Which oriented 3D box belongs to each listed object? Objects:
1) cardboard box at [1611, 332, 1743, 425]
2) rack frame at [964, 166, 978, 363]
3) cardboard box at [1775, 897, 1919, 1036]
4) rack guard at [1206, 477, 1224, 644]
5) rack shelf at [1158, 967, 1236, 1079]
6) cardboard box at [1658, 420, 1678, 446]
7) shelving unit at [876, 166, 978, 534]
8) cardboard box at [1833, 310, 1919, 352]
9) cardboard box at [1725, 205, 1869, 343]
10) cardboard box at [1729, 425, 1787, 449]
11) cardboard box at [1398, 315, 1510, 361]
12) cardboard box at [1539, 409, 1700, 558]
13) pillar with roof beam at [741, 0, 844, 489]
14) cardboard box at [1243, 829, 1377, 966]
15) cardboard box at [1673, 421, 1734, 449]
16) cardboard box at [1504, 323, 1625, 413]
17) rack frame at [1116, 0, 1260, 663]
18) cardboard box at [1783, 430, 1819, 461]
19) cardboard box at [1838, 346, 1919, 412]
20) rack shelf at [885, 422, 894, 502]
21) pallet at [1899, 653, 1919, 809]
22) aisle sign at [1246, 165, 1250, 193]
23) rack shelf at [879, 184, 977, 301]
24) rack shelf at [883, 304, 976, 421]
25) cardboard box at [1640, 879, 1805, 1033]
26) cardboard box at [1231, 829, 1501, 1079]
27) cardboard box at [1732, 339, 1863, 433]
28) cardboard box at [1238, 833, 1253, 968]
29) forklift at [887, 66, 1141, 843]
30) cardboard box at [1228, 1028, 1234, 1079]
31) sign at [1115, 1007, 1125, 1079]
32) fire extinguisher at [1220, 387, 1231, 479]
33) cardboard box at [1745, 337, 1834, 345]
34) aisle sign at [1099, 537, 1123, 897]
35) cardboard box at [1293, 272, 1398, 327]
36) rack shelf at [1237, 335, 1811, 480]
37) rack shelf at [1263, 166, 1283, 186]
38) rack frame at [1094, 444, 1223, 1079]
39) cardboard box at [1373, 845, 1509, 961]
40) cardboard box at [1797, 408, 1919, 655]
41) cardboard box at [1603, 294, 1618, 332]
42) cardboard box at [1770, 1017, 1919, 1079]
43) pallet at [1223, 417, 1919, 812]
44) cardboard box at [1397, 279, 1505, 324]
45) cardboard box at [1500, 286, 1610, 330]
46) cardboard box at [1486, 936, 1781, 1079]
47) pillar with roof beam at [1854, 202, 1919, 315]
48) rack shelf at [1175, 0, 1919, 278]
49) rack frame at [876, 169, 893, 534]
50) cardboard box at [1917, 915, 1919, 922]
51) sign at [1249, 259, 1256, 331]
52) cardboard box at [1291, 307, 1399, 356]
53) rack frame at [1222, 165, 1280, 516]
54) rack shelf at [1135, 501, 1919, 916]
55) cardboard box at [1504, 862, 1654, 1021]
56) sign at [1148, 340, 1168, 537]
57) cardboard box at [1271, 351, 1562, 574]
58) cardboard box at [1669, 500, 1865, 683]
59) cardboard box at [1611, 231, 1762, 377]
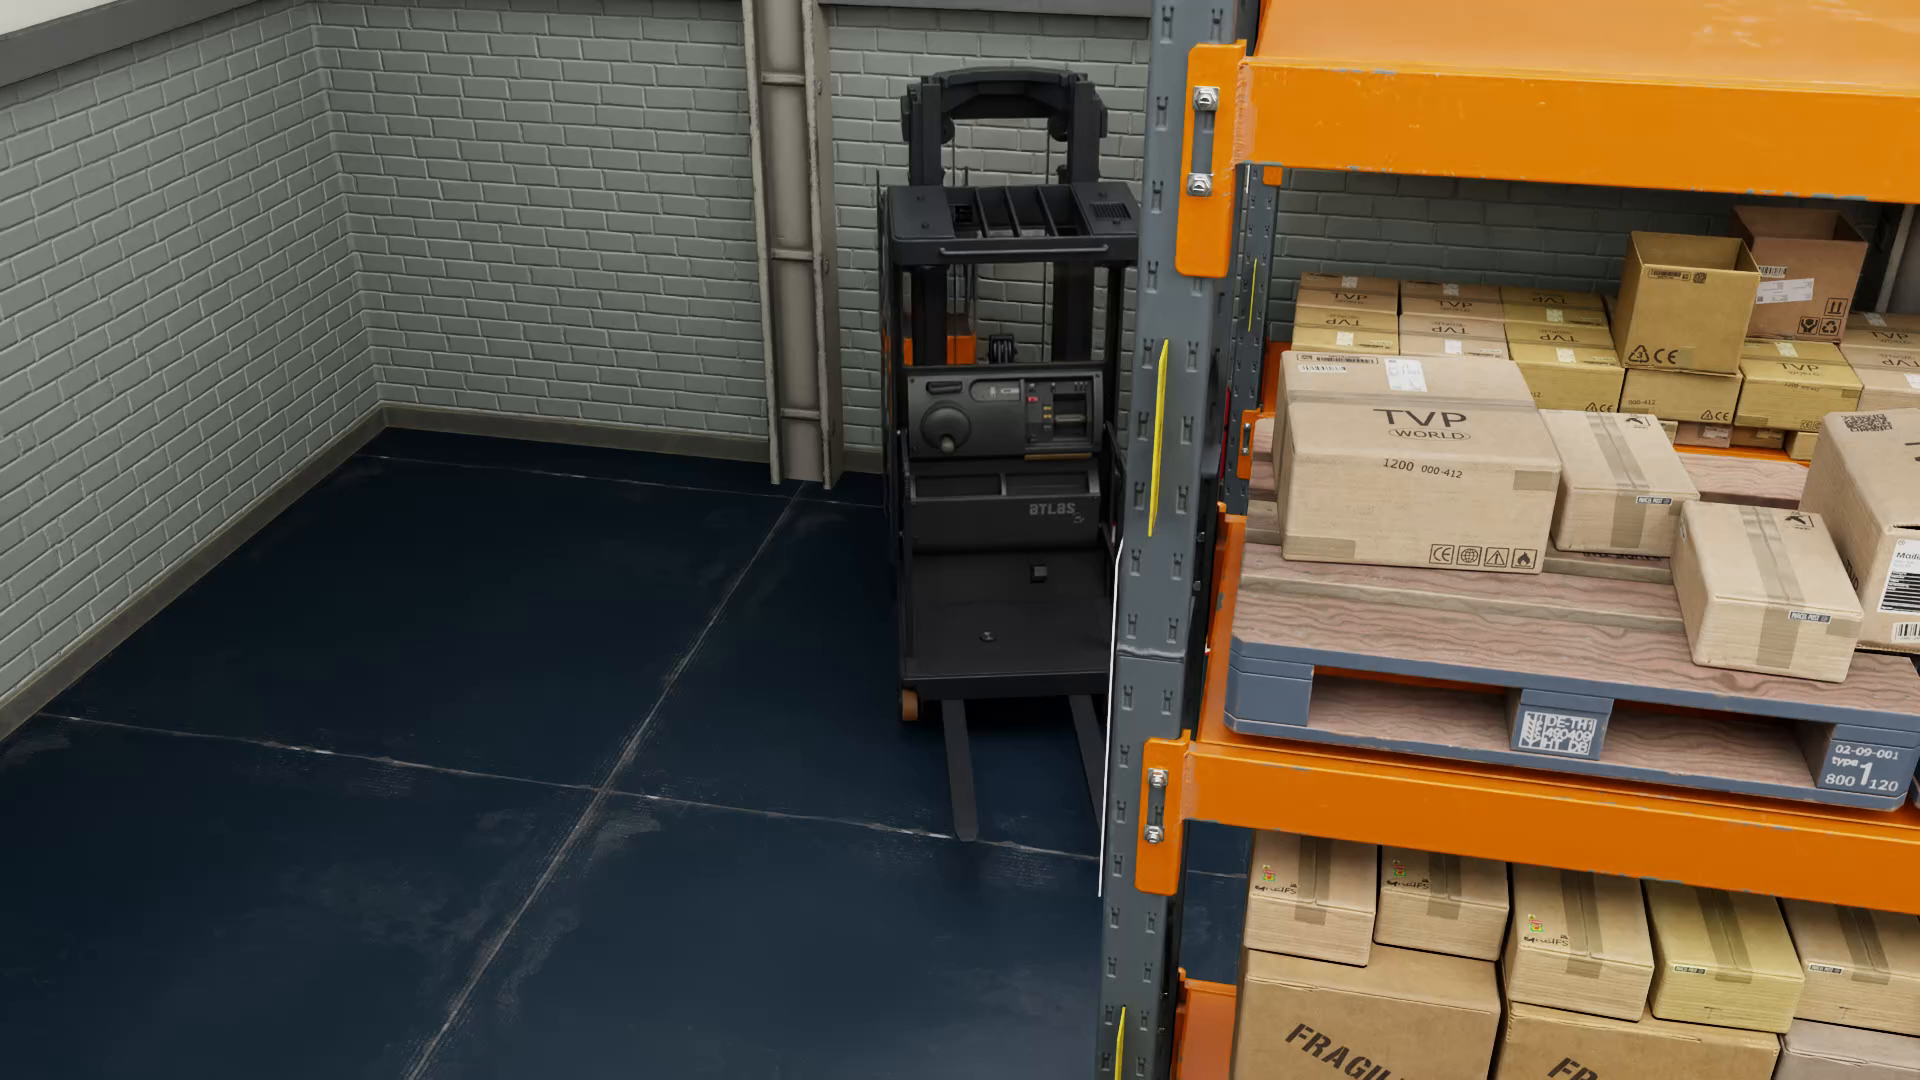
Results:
[{"bbox_3d":[3.372,-0.780,7.897,0.500,0.250,0.500,5,29,9],"label":"cardboard box"},{"bbox_3d":[0.060,-1.038,9.459,0.015,2.100,0.400,-4,29,-8],"label":"rack frame"},{"bbox_3d":[1.778,0.794,3.354,0.250,0.149,0.380,6,29,11],"label":"cardboard box"},{"bbox_3d":[1.565,0.076,9.090,0.348,0.500,1.175,6,29,11],"label":"rack guard"},{"bbox_3d":[2.414,1.820,4.052,4.000,0.370,1.077,6,29,11],"label":"rack shelf"},{"bbox_3d":[3.266,-0.587,7.959,0.250,0.149,0.380,7,29,12],"label":"cardboard box"},{"bbox_3d":[-0.181,-1.021,9.427,0.503,2.100,0.431,-4,29,-8],"label":"shelving unit"},{"bbox_3d":[4.483,-0.915,8.144,0.500,0.250,0.500,6,29,10],"label":"cardboard box"},{"bbox_3d":[4.002,-1.295,8.057,0.500,0.500,0.500,5,29,9],"label":"cardboard box"},{"bbox_3d":[3.784,-0.590,7.966,0.250,0.149,0.380,6,29,11],"label":"cardboard box"},{"bbox_3d":[2.371,-0.870,8.062,0.500,0.250,0.500,6,29,11],"label":"cardboard box"},{"bbox_3d":[1.344,-0.123,3.447,0.250,0.149,0.380,4,29,7],"label":"cardboard box"},{"bbox_3d":[-1.857,-2.331,4.637,0.400,9.000,9.100,6,29,11],"label":"pillar with roof beam"},{"bbox_3d":[0.747,0.702,3.523,0.250,0.149,0.380,6,29,12],"label":"cardboard box"},{"bbox_3d":[3.533,-0.593,7.971,0.250,0.149,0.380,6,29,10],"label":"cardboard box"},{"bbox_3d":[2.868,-0.821,7.972,0.500,0.250,0.500,5,29,10],"label":"cardboard box"},{"bbox_3d":[0.458,-1.328,2.805,0.127,3.000,1.000,6,29,11],"label":"rack frame"},{"bbox_3d":[4.013,-0.512,7.823,0.250,0.149,0.380,5,29,10],"label":"cardboard box"},{"bbox_3d":[4.361,-0.671,7.699,0.500,0.250,0.500,6,29,11],"label":"cardboard box"},{"bbox_3d":[-0.183,-0.395,9.770,0.480,0.518,0.431,-4,29,-8],"label":"rack shelf"},{"bbox_3d":[2.382,0.217,3.198,1.213,0.211,1.003,6,29,11],"label":"pallet"},{"bbox_3d":[1.363,-2.037,7.640,0.004,0.787,0.394,6,29,11],"label":"aisle sign"},{"bbox_3d":[-0.180,-1.623,9.098,0.480,0.518,0.431,-4,29,-8],"label":"rack shelf"},{"bbox_3d":[-0.181,-1.009,9.434,0.480,0.518,0.431,-4,29,-8],"label":"rack shelf"},{"bbox_3d":[1.510,0.793,3.357,0.250,0.149,0.380,5,29,9],"label":"cardboard box"},{"bbox_3d":[0.868,1.003,3.649,0.500,0.500,0.500,5,29,9],"label":"cardboard box"},{"bbox_3d":[3.876,-0.727,7.802,0.500,0.250,0.500,6,29,10],"label":"cardboard box"},{"bbox_3d":[0.979,0.758,4.097,0.500,0.500,0.500,7,29,12],"label":"cardboard box"},{"bbox_3d":[0.233,-0.562,7.724,1.130,2.935,3.031,-2,29,-3],"label":"forklift"},{"bbox_3d":[0.867,1.443,3.887,0.500,0.500,0.500,6,29,10],"label":"cardboard box"},{"bbox_3d":[0.336,1.149,3.543,0.005,0.325,0.100,6,29,11],"label":"sign"},{"bbox_3d":[1.251,-0.628,8.243,0.183,0.674,0.296,6,29,11],"label":"fire extinguisher"},{"bbox_3d":[3.979,-0.968,8.240,0.500,0.250,0.500,6,29,12],"label":"cardboard box"},{"bbox_3d":[0.327,0.292,3.385,0.004,0.787,0.394,6,29,11],"label":"aisle sign"},{"bbox_3d":[1.996,-1.171,8.612,0.500,0.250,0.500,7,29,12],"label":"cardboard box"},{"bbox_3d":[3.447,-0.512,8.310,4.000,0.370,1.077,6,29,11],"label":"rack shelf"},{"bbox_3d":[3.447,-1.828,7.590,4.000,0.370,1.077,6,29,11],"label":"rack shelf"},{"bbox_3d":[0.458,1.304,4.245,0.127,3.000,1.000,6,29,11],"label":"rack frame"},{"bbox_3d":[1.019,0.695,3.536,0.250,0.149,0.380,7,29,12],"label":"cardboard box"},{"bbox_3d":[1.911,-0.028,3.105,0.500,0.311,0.500,6,29,11],"label":"cardboard box"},{"bbox_3d":[3.495,-1.014,8.326,0.500,0.250,0.500,6,29,10],"label":"cardboard box"},{"bbox_3d":[1.880,1.100,3.473,0.500,0.500,0.500,6,29,10],"label":"cardboard box"},{"bbox_3d":[1.186,0.096,3.419,1.213,0.211,1.003,6,29,11],"label":"pallet"},{"bbox_3d":[2.500,-1.119,8.516,0.500,0.250,0.500,6,29,11],"label":"cardboard box"},{"bbox_3d":[2.983,-1.067,8.422,0.500,0.250,0.500,7,29,12],"label":"cardboard box"},{"bbox_3d":[1.375,1.052,3.560,0.500,0.500,0.500,5,29,9],"label":"cardboard box"},{"bbox_3d":[4.011,-1.730,3.538,0.400,9.000,9.100,6,29,11],"label":"pillar with roof beam"},{"bbox_3d":[2.414,-0.636,2.707,4.000,0.370,1.077,6,29,11],"label":"rack shelf"},{"bbox_3d":[-0.422,-1.004,9.395,0.015,2.100,0.400,-4,29,-8],"label":"rack frame"},{"bbox_3d":[2.013,0.839,3.273,0.250,0.149,0.380,6,29,11],"label":"cardboard box"},{"bbox_3d":[1.378,-1.153,7.831,0.005,0.325,0.100,6,29,11],"label":"sign"},{"bbox_3d":[1.878,-0.921,8.154,0.500,0.250,0.500,6,29,11],"label":"cardboard box"},{"bbox_3d":[1.491,-1.028,8.504,0.127,3.000,1.000,6,29,11],"label":"rack frame"},{"bbox_3d":[2.414,0.504,3.331,4.000,0.370,1.077,6,29,11],"label":"rack shelf"},{"bbox_3d":[1.249,0.775,3.390,0.250,0.149,0.380,7,29,12],"label":"cardboard box"},{"bbox_3d":[0.336,-0.170,2.821,0.005,0.325,0.100,6,29,11],"label":"sign"},{"bbox_3d":[0.917,-0.172,3.431,0.500,0.250,0.500,3,29,6],"label":"cardboard box"},{"bbox_3d":[1.474,0.087,3.064,0.250,0.149,0.380,7,29,12],"label":"cardboard box"},{"bbox_3d":[3.345,-1.099,7.700,0.500,0.500,0.500,7,29,12],"label":"cardboard box"}]
